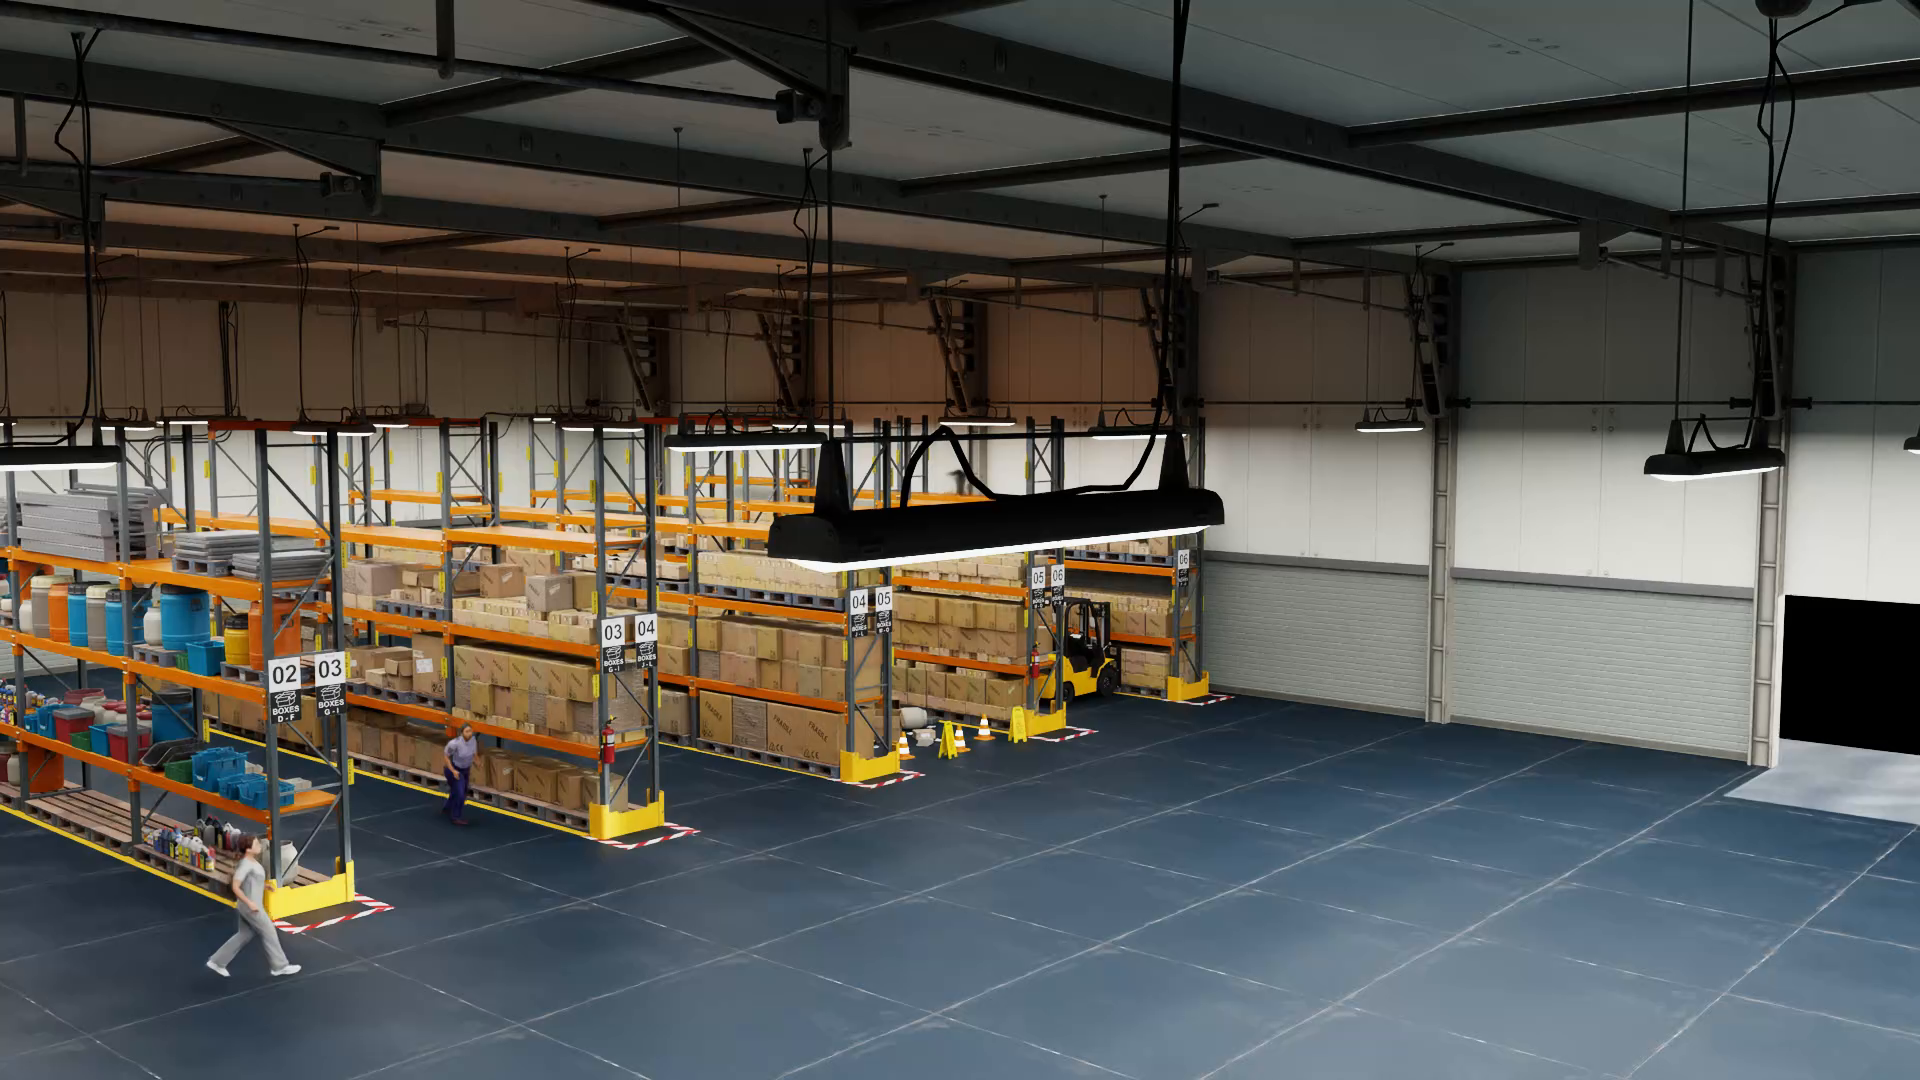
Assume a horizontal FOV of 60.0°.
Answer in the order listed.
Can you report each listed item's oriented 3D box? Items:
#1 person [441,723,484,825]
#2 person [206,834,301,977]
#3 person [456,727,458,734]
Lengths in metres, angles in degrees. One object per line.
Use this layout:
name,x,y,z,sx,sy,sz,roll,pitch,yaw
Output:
person,-7.546,3.492,25.001,0.838,1.544,0.647,2,5,23
person,-7.675,3.983,18.040,0.953,1.637,0.614,-2,5,-26
person,-9.249,2.926,30.611,0.700,1.733,0.716,4,6,42
